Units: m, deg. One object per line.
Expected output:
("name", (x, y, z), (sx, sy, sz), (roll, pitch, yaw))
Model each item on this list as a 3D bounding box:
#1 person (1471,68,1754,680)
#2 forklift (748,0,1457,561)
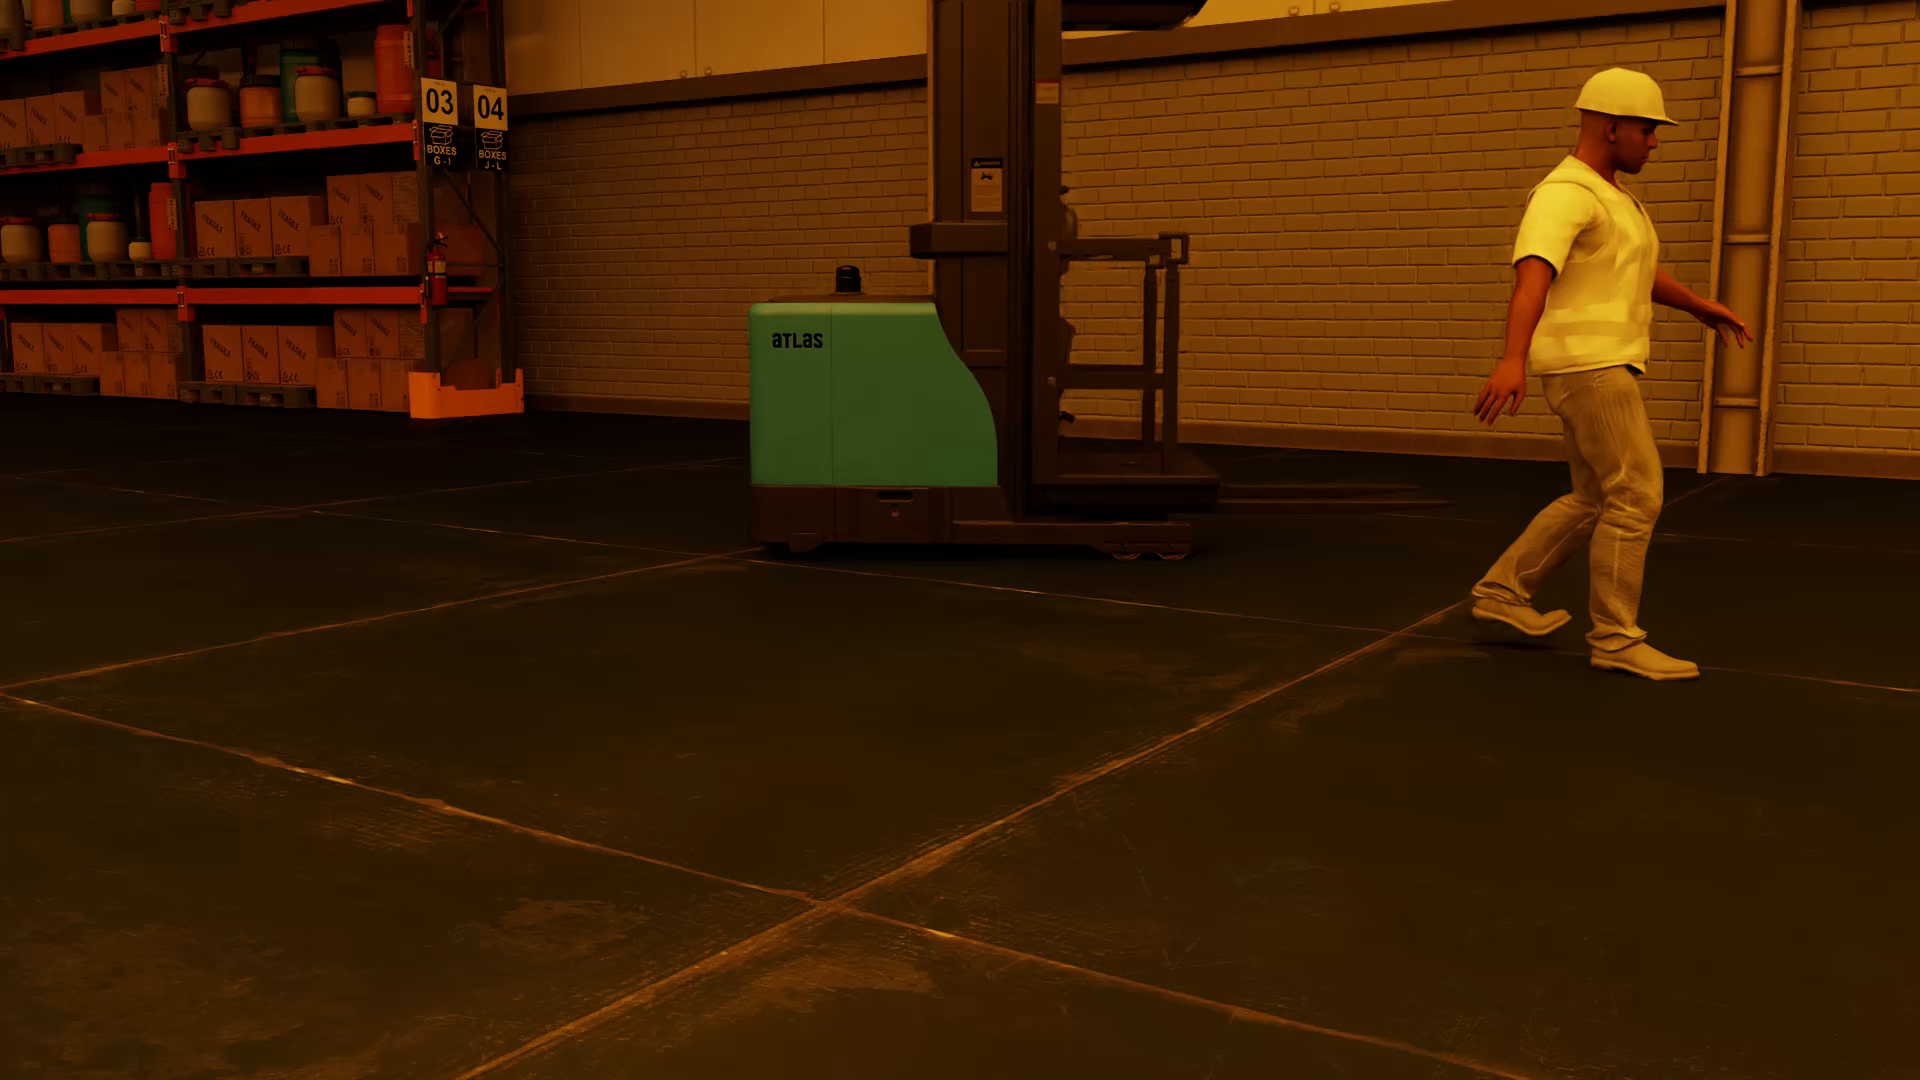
("person", (1.891, -0.495, 4.906), (0.740, 1.745, 0.982), (5, 9, 29))
("forklift", (0.622, -1.438, 7.304), (3.031, 2.935, 1.130), (0, 8, 1))
